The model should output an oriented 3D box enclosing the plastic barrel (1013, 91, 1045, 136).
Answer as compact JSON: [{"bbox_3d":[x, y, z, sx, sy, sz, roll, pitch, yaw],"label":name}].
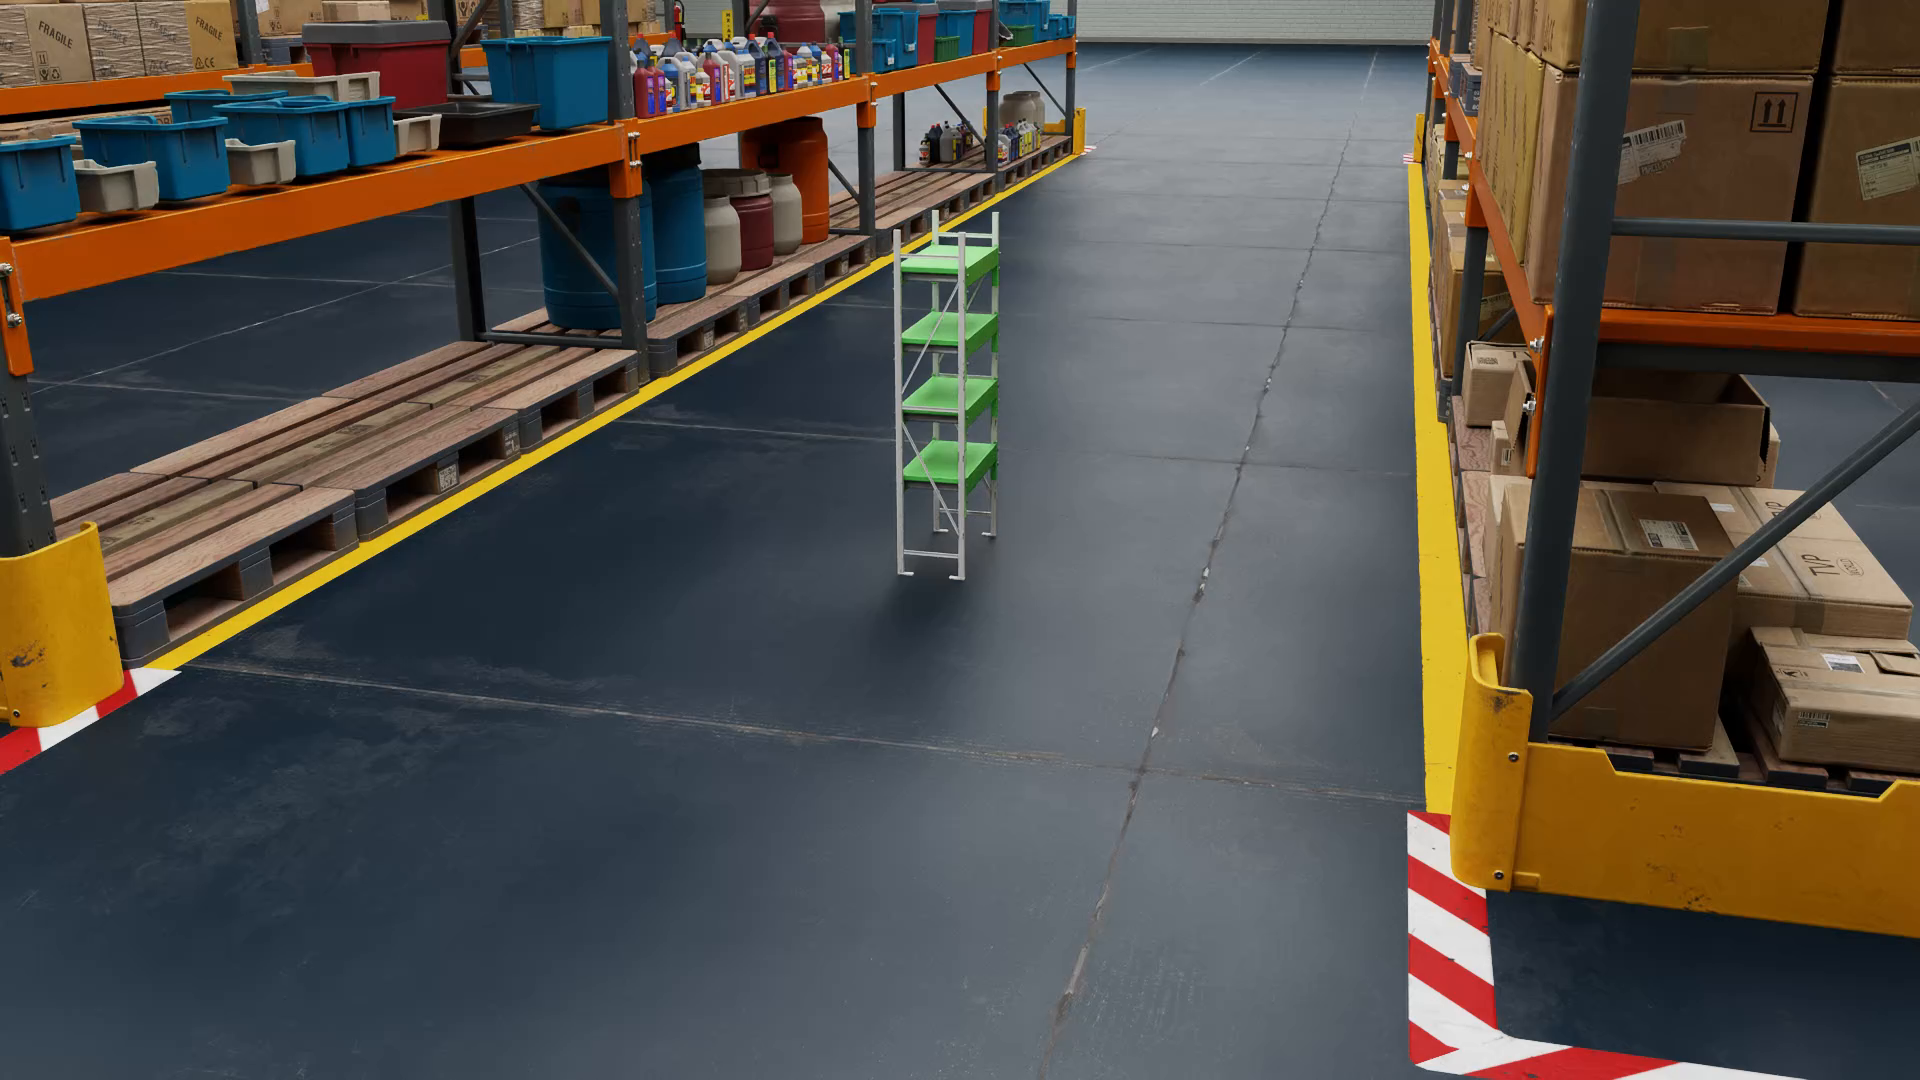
[{"bbox_3d":[0.752,-4.821,18.860,0.421,0.512,0.421,0,19,0],"label":"plastic barrel"}]

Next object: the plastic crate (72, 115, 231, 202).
[{"bbox_3d":[-2.530,-1.204,5.237,0.416,0.233,0.300,5,19,13],"label":"plastic crate"}]

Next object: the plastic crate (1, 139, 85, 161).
[{"bbox_3d":[-2.962,-1.260,5.551,0.396,0.136,0.243,5,19,13],"label":"plastic crate"}]

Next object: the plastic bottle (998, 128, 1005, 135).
[{"bbox_3d":[0.461,-4.094,17.065,0.152,0.276,0.135,5,19,13],"label":"plastic bottle"}]

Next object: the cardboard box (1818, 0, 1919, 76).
[{"bbox_3d":[2.096,-1.243,3.485,0.500,0.500,0.500,5,20,15],"label":"cardboard box"}]

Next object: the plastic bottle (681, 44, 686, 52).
[{"bbox_3d":[-1.792,-3.040,10.646,0.097,0.271,0.097,0,19,0],"label":"plastic bottle"}]

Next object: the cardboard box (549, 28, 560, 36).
[{"bbox_3d":[-4.437,-5.311,17.484,0.380,0.149,0.250,5,19,13],"label":"cardboard box"}]

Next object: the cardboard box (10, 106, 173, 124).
[{"bbox_3d":[-6.333,-2.595,11.782,1.225,0.875,0.875,5,19,14],"label":"cardboard box"}]

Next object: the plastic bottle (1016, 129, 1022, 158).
[{"bbox_3d":[0.588,-4.009,16.805,0.061,0.283,0.133,6,20,16],"label":"plastic bottle"}]

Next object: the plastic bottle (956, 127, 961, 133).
[{"bbox_3d":[-0.029,-4.067,16.975,0.061,0.283,0.133,5,19,13],"label":"plastic bottle"}]

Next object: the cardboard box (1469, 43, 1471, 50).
[{"bbox_3d":[4.249,-3.985,13.603,0.380,0.149,0.250,5,19,13],"label":"cardboard box"}]

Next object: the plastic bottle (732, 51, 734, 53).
[{"bbox_3d":[-1.523,-3.151,11.080,0.097,0.201,0.097,0,19,0],"label":"plastic bottle"}]

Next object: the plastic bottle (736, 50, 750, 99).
[{"bbox_3d":[-1.273,-2.702,9.656,0.097,0.271,0.097,0,19,0],"label":"plastic bottle"}]

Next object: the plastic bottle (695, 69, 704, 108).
[{"bbox_3d":[-1.443,-2.451,9.030,0.097,0.201,0.097,0,19,0],"label":"plastic bottle"}]

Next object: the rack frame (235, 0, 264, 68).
[{"bbox_3d":[-5.919,-3.895,12.952,1.000,3.000,0.127,5,19,13],"label":"rack frame"}]

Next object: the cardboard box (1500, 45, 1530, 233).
[{"bbox_3d":[1.828,-1.132,4.708,0.500,0.500,0.500,5,19,14],"label":"cardboard box"}]

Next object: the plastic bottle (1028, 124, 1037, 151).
[{"bbox_3d":[0.727,-4.244,17.505,0.152,0.276,0.135,5,19,14],"label":"plastic bottle"}]

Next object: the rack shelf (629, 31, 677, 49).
[{"bbox_3d":[-4.453,-5.436,18.574,1.077,0.370,4.000,5,19,13],"label":"rack shelf"}]

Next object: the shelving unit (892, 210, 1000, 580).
[{"bbox_3d":[-0.040,-0.516,5.842,0.258,1.200,0.503,5,19,13],"label":"shelving unit"}]

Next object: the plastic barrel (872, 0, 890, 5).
[{"bbox_3d":[-0.764,-4.310,13.955,0.433,0.535,0.433,0,19,0],"label":"plastic barrel"}]

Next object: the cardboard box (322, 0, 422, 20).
[{"bbox_3d":[-5.275,-4.846,14.925,0.797,0.503,0.637,7,20,19],"label":"cardboard box"}]

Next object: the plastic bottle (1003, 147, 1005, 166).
[{"bbox_3d":[0.389,-3.739,16.142,0.097,0.201,0.097,0,19,0],"label":"plastic bottle"}]

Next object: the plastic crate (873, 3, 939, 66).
[{"bbox_3d":[-0.424,-4.017,13.208,0.402,0.464,0.583,5,19,13],"label":"plastic crate"}]

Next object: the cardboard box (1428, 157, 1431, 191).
[{"bbox_3d":[4.325,-3.156,14.392,0.500,0.250,0.500,4,19,12],"label":"cardboard box"}]

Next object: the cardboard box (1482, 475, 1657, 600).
[{"bbox_3d":[1.887,0.003,5.111,0.500,0.250,0.500,5,19,13],"label":"cardboard box"}]

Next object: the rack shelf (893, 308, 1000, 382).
[{"bbox_3d":[-0.040,-0.683,5.785,0.258,0.148,0.480,5,19,13],"label":"rack shelf"}]

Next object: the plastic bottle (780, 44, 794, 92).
[{"bbox_3d":[-1.080,-2.930,10.307,0.061,0.283,0.133,5,19,13],"label":"plastic bottle"}]

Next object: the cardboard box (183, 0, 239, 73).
[{"bbox_3d":[-5.799,-3.768,12.425,0.500,0.500,0.500,5,20,15],"label":"cardboard box"}]

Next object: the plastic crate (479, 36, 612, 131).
[{"bbox_3d":[-1.876,-2.098,7.621,0.392,0.384,0.575,5,19,13],"label":"plastic crate"}]

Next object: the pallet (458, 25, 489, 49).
[{"bbox_3d":[-5.269,-4.830,15.985,1.003,0.211,1.213,5,19,13],"label":"pallet"}]

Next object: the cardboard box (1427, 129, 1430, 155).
[{"bbox_3d":[5.053,-4.053,17.016,0.500,0.250,0.500,5,19,13],"label":"cardboard box"}]

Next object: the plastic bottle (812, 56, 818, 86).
[{"bbox_3d":[-0.975,-3.051,10.787,0.097,0.201,0.097,0,19,0],"label":"plastic bottle"}]

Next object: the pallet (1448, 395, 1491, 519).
[{"bbox_3d":[2.540,-0.323,6.808,1.003,0.211,1.213,5,19,13],"label":"pallet"}]

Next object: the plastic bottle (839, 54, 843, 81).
[{"bbox_3d":[-0.847,-3.215,11.267,0.097,0.201,0.097,0,19,0],"label":"plastic bottle"}]

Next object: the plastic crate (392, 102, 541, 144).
[{"bbox_3d":[-2.106,-1.777,7.081,0.437,0.125,0.590,5,19,13],"label":"plastic crate"}]

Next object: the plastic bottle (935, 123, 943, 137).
[{"bbox_3d":[-0.214,-3.997,16.668,0.144,0.351,0.185,4,19,11],"label":"plastic bottle"}]

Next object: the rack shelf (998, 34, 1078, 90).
[{"bbox_3d":[0.350,-5.044,17.428,1.077,0.370,4.000,5,19,13],"label":"rack shelf"}]

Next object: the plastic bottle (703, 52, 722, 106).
[{"bbox_3d":[-1.373,-2.555,9.207,0.061,0.283,0.133,5,19,13],"label":"plastic bottle"}]

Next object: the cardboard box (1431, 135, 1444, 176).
[{"bbox_3d":[4.069,-3.100,13.359,0.500,0.311,0.500,4,19,12],"label":"cardboard box"}]

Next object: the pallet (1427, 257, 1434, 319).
[{"bbox_3d":[3.467,-1.561,10.432,1.003,0.211,1.213,5,19,13],"label":"pallet"}]

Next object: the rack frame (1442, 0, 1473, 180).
[{"bbox_3d":[3.686,-3.112,10.658,1.000,3.000,0.127,5,19,13],"label":"rack frame"}]

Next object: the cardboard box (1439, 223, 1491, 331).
[{"bbox_3d":[2.804,-1.372,8.751,0.500,0.500,0.500,5,19,14],"label":"cardboard box"}]

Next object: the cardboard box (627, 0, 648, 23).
[{"bbox_3d":[-4.131,-6.255,19.244,0.875,0.500,0.500,5,19,13],"label":"cardboard box"}]

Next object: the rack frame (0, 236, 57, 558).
[{"bbox_3d":[-3.070,-0.997,4.465,1.000,3.000,0.127,5,19,13],"label":"rack frame"}]

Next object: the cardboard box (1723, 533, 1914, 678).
[{"bbox_3d":[2.262,0.184,4.582,0.500,0.250,0.500,5,19,13],"label":"cardboard box"}]

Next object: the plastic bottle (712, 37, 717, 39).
[{"bbox_3d":[-1.660,-3.240,11.212,0.061,0.283,0.133,5,19,13],"label":"plastic bottle"}]

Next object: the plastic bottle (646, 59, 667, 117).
[{"bbox_3d":[-1.557,-2.318,8.515,0.061,0.283,0.133,5,19,13],"label":"plastic bottle"}]

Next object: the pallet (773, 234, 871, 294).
[{"bbox_3d":[-1.268,-1.934,11.524,1.003,0.211,1.213,5,19,13],"label":"pallet"}]

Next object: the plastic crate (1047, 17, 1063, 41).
[{"bbox_3d":[0.842,-5.558,18.048,0.499,0.251,0.408,5,19,13],"label":"plastic crate"}]

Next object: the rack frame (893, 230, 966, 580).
[{"bbox_3d":[-0.100,-0.439,5.618,0.240,1.200,0.015,5,19,13],"label":"rack frame"}]

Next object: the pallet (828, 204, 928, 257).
[{"bbox_3d":[-0.889,-2.424,12.959,1.003,0.211,1.213,5,19,13],"label":"pallet"}]

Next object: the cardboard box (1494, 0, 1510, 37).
[{"bbox_3d":[2.070,-1.930,5.497,0.500,0.500,0.500,4,19,12],"label":"cardboard box"}]

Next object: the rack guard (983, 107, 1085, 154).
[{"bbox_3d":[0.866,-4.801,19.471,1.175,0.500,0.348,5,19,13],"label":"rack guard"}]

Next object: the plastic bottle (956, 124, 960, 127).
[{"bbox_3d":[-0.015,-4.246,17.519,0.097,0.271,0.097,0,19,0],"label":"plastic bottle"}]

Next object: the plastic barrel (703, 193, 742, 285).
[{"bbox_3d":[-1.546,-1.833,10.113,0.421,0.512,0.421,0,19,0],"label":"plastic barrel"}]

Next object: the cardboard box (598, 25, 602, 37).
[{"bbox_3d":[-4.098,-5.700,18.623,0.380,0.149,0.250,5,19,13],"label":"cardboard box"}]

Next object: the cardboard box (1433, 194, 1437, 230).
[{"bbox_3d":[3.701,-2.355,12.047,0.500,0.250,0.500,4,19,13],"label":"cardboard box"}]

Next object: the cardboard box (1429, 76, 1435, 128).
[{"bbox_3d":[5.174,-4.564,17.354,0.500,0.500,0.500,5,19,13],"label":"cardboard box"}]
